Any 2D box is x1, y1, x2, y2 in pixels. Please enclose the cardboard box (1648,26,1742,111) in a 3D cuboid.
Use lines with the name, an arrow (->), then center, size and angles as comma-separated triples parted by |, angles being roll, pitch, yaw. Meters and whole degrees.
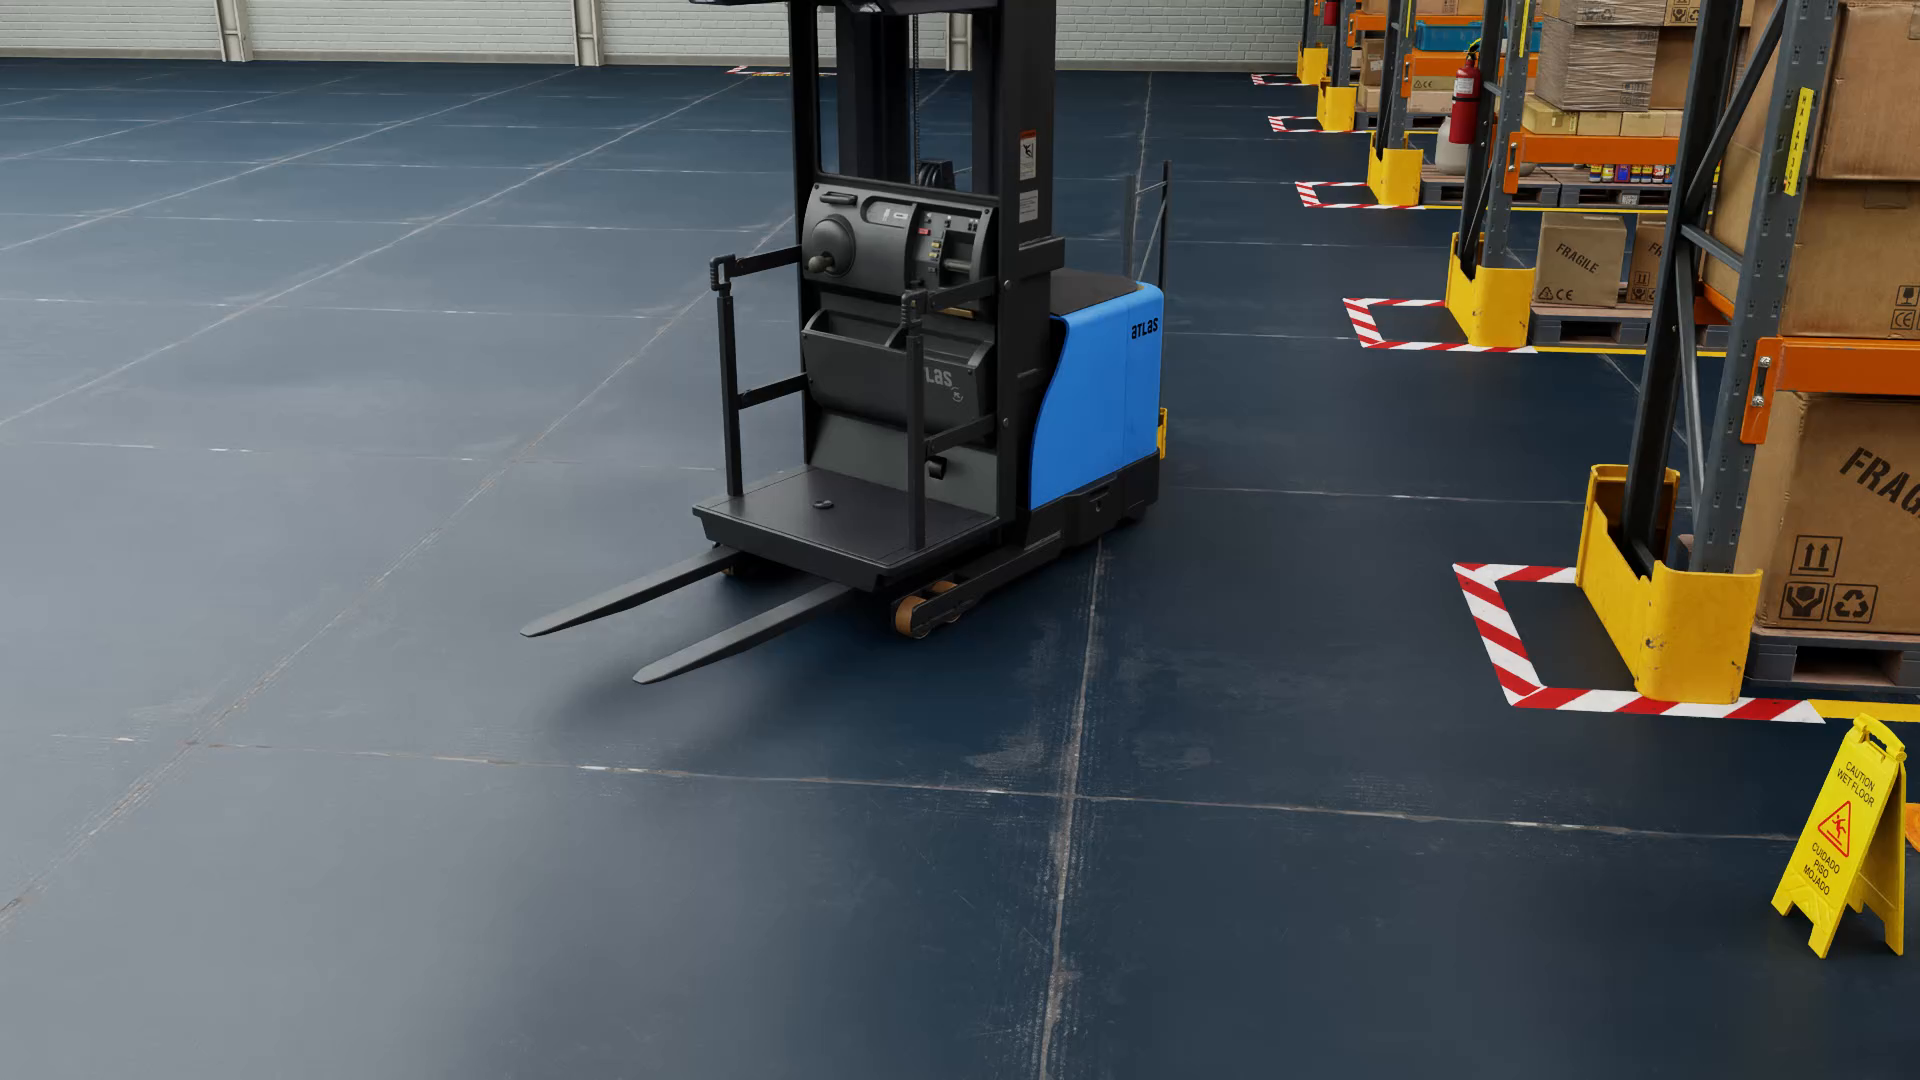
cardboard box -> 4.460, -3.002, 10.414 | 0.500, 0.500, 0.875 | 2, 22, 6

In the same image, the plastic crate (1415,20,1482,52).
plastic crate -> 4.521, -4.656, 15.339 | 0.616, 0.251, 0.499 | 2, 22, 6

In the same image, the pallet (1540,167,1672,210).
pallet -> 6.084, -3.264, 15.408 | 1.213, 0.211, 1.003 | 2, 22, 6

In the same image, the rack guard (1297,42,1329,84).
rack guard -> 5.230, -7.089, 24.691 | 0.348, 0.500, 1.175 | 2, 22, 6

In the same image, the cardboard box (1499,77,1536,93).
cardboard box -> 6.571, -5.541, 19.524 | 0.500, 0.500, 0.500 | 2, 22, 6

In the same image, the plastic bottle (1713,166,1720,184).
plastic bottle -> 6.776, -3.382, 14.919 | 0.185, 0.351, 0.144 | 2, 22, 6

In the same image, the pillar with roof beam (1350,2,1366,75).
pillar with roof beam -> 5.445, -9.758, 19.883 | 0.400, 9.000, 9.100 | 2, 22, 6

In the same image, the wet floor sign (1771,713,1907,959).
wet floor sign -> 2.460, 0.794, 4.554 | 0.232, 0.644, 0.267 | -1, 22, -3

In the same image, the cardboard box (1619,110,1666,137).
cardboard box -> 4.153, -2.579, 10.225 | 0.250, 0.149, 0.380 | 2, 22, 6

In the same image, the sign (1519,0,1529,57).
sign -> 3.342, -3.034, 9.856 | 0.005, 0.325, 0.100 | 2, 22, 6

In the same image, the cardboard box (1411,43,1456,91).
cardboard box -> 5.579, -5.586, 19.638 | 0.500, 0.500, 0.500 | 2, 22, 6

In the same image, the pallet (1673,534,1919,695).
pallet -> 3.525, 0.280, 6.444 | 1.213, 0.211, 1.003 | 2, 22, 6

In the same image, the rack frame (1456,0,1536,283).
rack frame -> 3.406, -2.829, 10.516 | 0.127, 3.000, 1.000 | 2, 22, 6

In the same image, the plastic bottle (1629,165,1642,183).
plastic bottle -> 6.093, -3.366, 14.987 | 0.097, 0.271, 0.097 | 0, 22, 0

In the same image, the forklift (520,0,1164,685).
forklift -> -0.388, -1.183, 6.447 | 1.130, 2.935, 3.031 | 16, 27, 35

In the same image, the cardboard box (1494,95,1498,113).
cardboard box -> 6.075, -5.216, 19.722 | 0.500, 0.250, 0.500 | 2, 22, 6

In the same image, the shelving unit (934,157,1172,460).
shelving unit -> 0.444, -1.129, 8.255 | 1.083, 1.500, 0.587 | 11, 24, 26

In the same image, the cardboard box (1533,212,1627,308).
cardboard box -> 4.024, -1.829, 10.815 | 0.500, 0.500, 0.500 | 7, 23, 16

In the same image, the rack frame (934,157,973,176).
rack frame -> -0.012, -1.218, 8.481 | 0.032, 1.500, 0.500 | 11, 24, 26

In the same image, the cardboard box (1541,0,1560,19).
cardboard box -> 3.981, -3.545, 10.427 | 0.500, 0.500, 0.500 | 2, 22, 6

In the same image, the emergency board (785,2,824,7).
emergency board -> -2.456, -8.921, 25.924 | 0.643, 1.169, 0.194 | 2, 22, 6

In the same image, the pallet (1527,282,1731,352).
pallet -> 4.284, -1.481, 10.899 | 1.213, 0.211, 1.003 | 2, 22, 6

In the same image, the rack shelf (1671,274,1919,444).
rack shelf -> 4.708, -0.602, 5.860 | 4.000, 0.370, 1.077 | 2, 22, 6

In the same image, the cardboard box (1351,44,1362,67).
cardboard box -> 5.831, -7.146, 24.494 | 0.500, 0.311, 0.500 | 0, 22, 0

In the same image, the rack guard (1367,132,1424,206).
rack guard -> 4.070, -3.489, 15.585 | 0.348, 0.500, 1.175 | 2, 22, 6

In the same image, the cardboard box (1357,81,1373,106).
cardboard box -> 5.143, -5.447, 20.307 | 0.500, 0.250, 0.500 | 2, 22, 6

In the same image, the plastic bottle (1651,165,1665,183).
plastic bottle -> 6.291, -3.325, 14.978 | 0.097, 0.201, 0.097 | 0, 22, 0

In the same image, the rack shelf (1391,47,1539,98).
rack shelf -> 5.975, -4.216, 15.004 | 4.000, 0.370, 1.077 | 2, 22, 6

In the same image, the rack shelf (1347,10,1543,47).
rack shelf -> 6.562, -6.025, 19.578 | 4.000, 0.370, 1.077 | 2, 22, 6

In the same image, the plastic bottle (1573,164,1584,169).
plastic bottle -> 5.864, -3.621, 15.728 | 0.097, 0.201, 0.097 | 0, 22, 0

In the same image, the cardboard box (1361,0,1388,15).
cardboard box -> 5.038, -6.467, 19.583 | 0.500, 0.500, 0.700 | 3, 22, 6

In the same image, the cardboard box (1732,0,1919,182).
cardboard box -> 3.086, -1.564, 5.644 | 0.550, 0.550, 0.875 | 2, 22, 6

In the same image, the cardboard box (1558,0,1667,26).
cardboard box -> 3.920, -3.356, 9.947 | 0.500, 0.500, 0.500 | 2, 22, 6

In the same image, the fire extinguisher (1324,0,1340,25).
fire extinguisher -> 4.513, -6.585, 20.120 | 0.183, 0.674, 0.296 | 2, 22, 6

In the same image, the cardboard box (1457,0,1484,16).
cardboard box -> 6.052, -6.423, 19.470 | 0.500, 0.500, 0.700 | 3, 22, 7

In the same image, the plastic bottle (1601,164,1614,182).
plastic bottle -> 5.855, -3.344, 15.026 | 0.097, 0.201, 0.097 | 0, 22, 0

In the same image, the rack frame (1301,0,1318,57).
rack frame -> 5.155, -8.255, 24.239 | 0.127, 3.000, 1.000 | 2, 22, 6

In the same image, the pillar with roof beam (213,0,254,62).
pillar with roof beam -> -12.430, -10.537, 21.853 | 0.400, 9.000, 9.100 | 2, 22, 6

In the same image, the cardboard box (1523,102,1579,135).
cardboard box -> 3.661, -2.613, 10.311 | 0.250, 0.149, 0.380 | 2, 22, 6

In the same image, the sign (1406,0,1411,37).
sign -> 3.920, -4.566, 14.532 | 0.005, 0.325, 0.100 | 2, 22, 6

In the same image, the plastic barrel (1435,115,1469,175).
plastic barrel -> 4.651, -3.675, 15.469 | 0.421, 0.512, 0.421 | 0, 22, 0

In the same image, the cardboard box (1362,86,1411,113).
cardboard box -> 5.082, -5.258, 19.828 | 0.500, 0.250, 0.500 | 2, 22, 6
